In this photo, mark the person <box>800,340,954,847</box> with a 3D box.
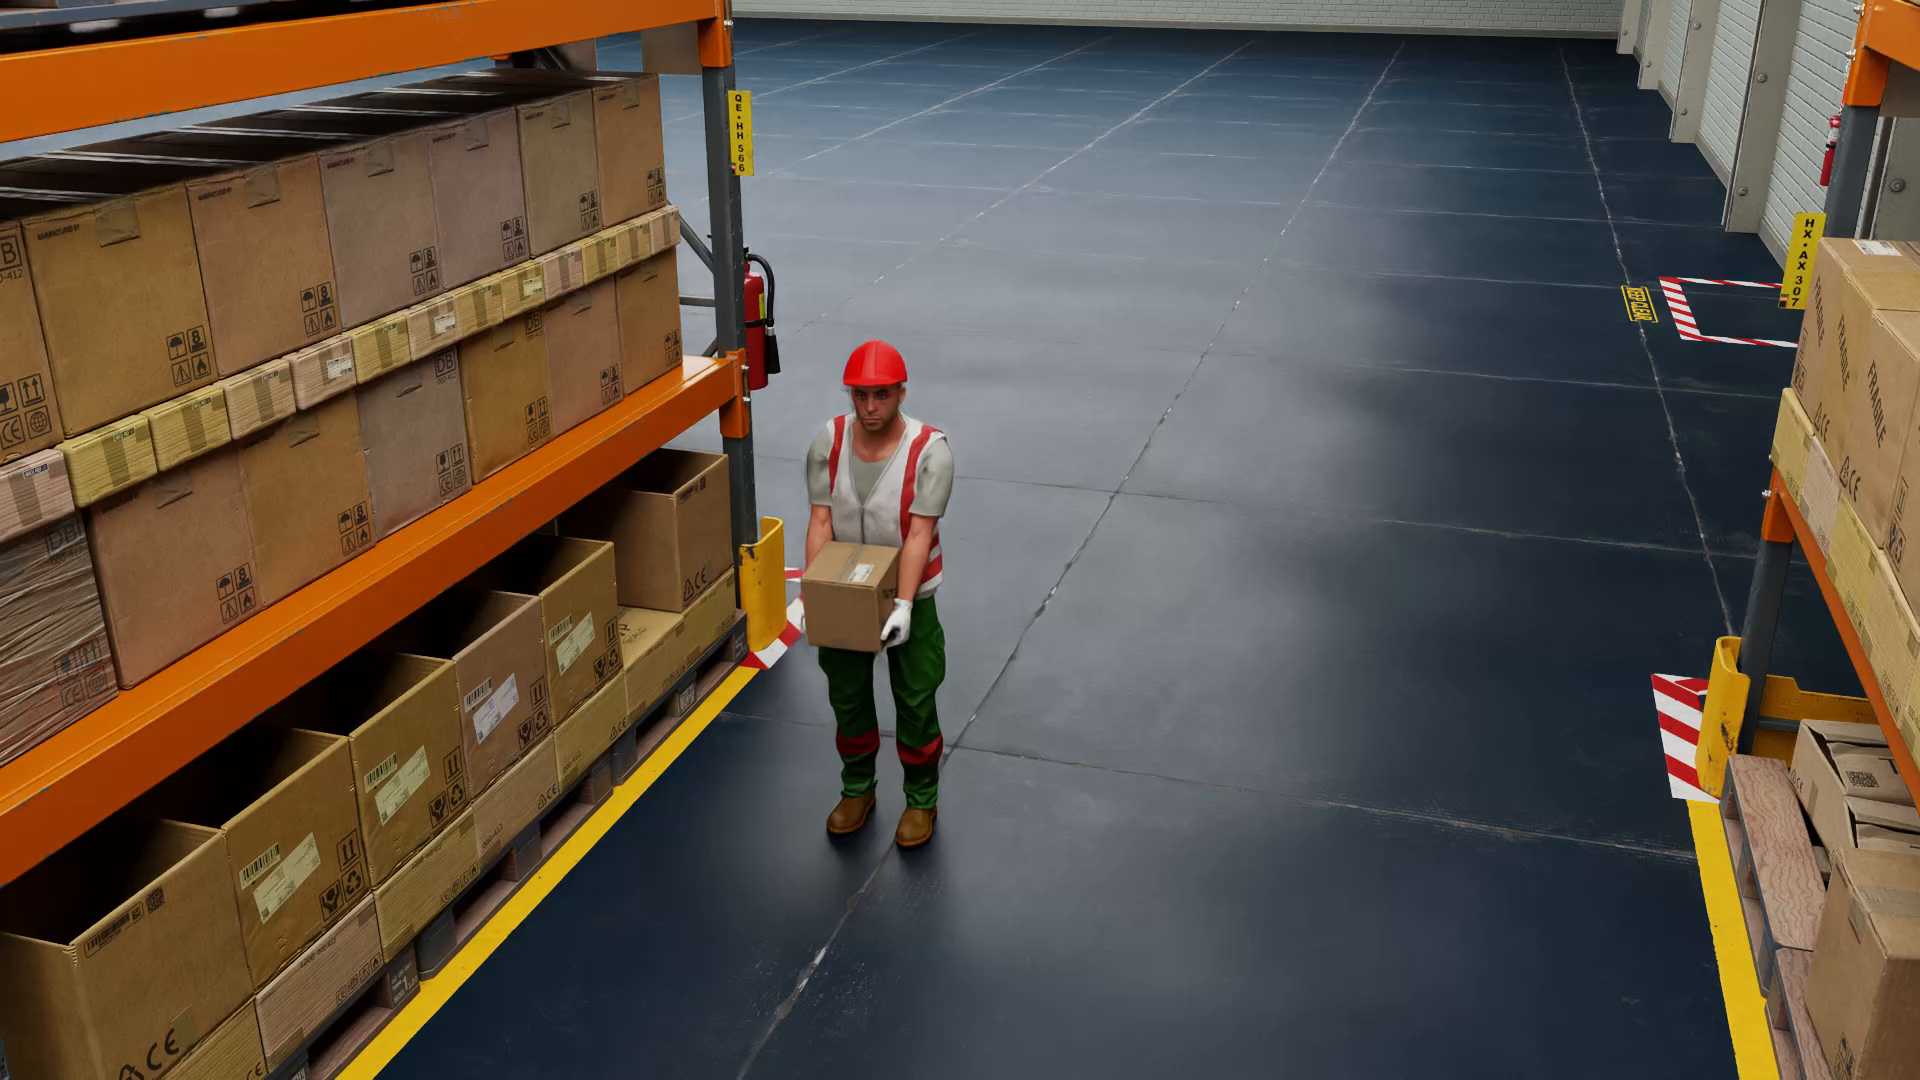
[{"bbox_3d":[-0.279,0.210,5.538,0.493,1.779,0.574,6,23,15],"label":"person"}]
